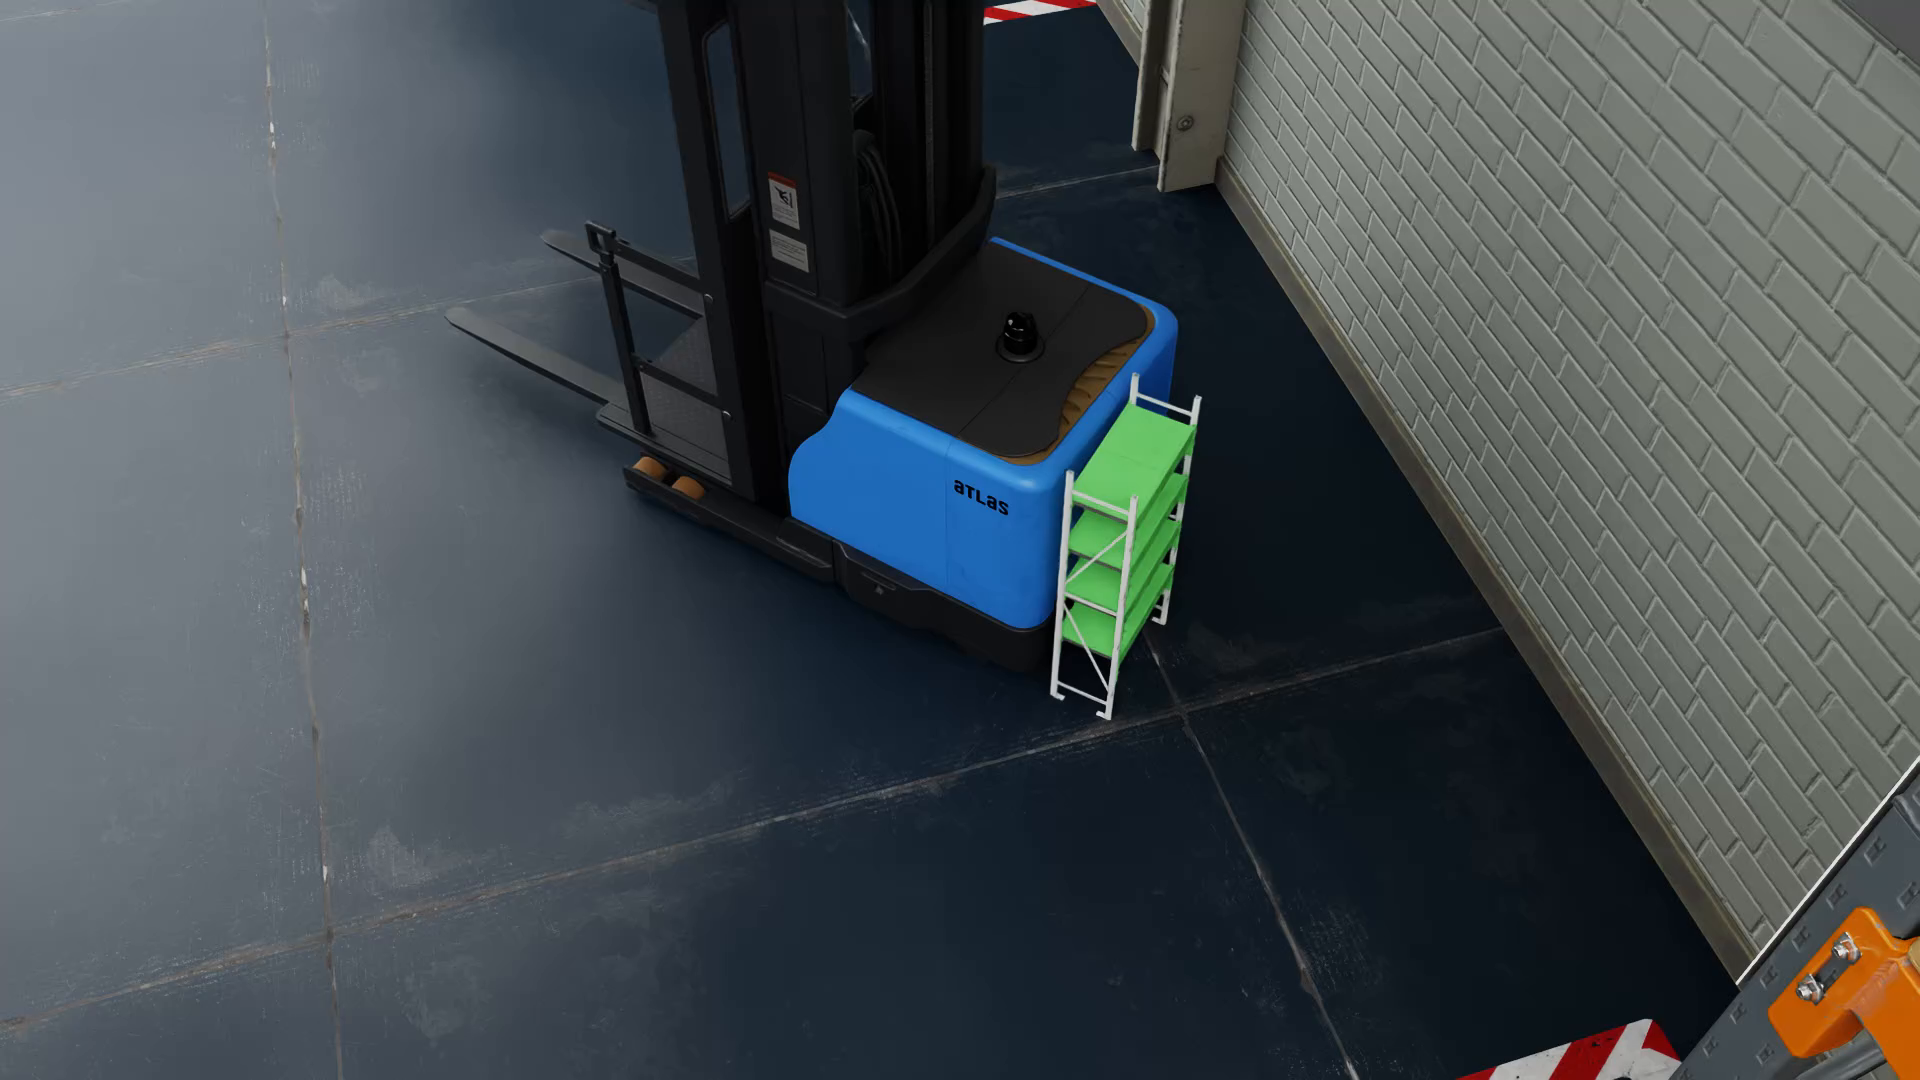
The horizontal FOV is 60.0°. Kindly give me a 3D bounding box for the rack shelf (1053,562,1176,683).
[{"bbox_3d":[0.554,0.248,5.944,0.258,0.148,0.480,22,53,18],"label":"rack shelf"}]

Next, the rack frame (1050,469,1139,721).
[{"bbox_3d":[0.438,0.216,5.573,0.240,1.200,0.015,22,53,18],"label":"rack frame"}]

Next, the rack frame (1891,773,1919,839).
[{"bbox_3d":[1.789,-0.670,1.219,1.000,3.000,0.127,-13,51,-11],"label":"rack frame"}]

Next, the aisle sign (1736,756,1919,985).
[{"bbox_3d":[1.481,0.441,2.506,0.394,0.787,0.004,-13,51,-11],"label":"aisle sign"}]

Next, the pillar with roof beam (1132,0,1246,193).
[{"bbox_3d":[-3.065,-3.763,3.826,9.100,9.000,0.400,-13,51,-11],"label":"pillar with roof beam"}]

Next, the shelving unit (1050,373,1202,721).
[{"bbox_3d":[0.554,0.052,5.711,0.258,1.200,0.503,22,53,18],"label":"shelving unit"}]

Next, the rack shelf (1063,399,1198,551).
[{"bbox_3d":[0.554,-0.216,5.393,0.258,0.148,0.480,22,53,18],"label":"rack shelf"}]

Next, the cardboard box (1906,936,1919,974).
[{"bbox_3d":[1.649,0.559,2.066,0.500,0.500,0.500,-12,51,-10],"label":"cardboard box"}]

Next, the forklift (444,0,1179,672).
[{"bbox_3d":[-0.736,-1.349,5.760,3.031,2.935,1.130,26,55,20],"label":"forklift"}]

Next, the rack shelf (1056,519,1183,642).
[{"bbox_3d":[0.554,0.093,5.760,0.258,0.148,0.480,22,53,18],"label":"rack shelf"}]

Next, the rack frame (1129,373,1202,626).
[{"bbox_3d":[0.670,-0.112,5.850,0.240,1.200,0.015,22,53,18],"label":"rack frame"}]

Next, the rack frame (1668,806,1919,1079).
[{"bbox_3d":[1.789,1.264,3.512,1.000,3.000,0.127,-13,51,-11],"label":"rack frame"}]

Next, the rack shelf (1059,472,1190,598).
[{"bbox_3d":[0.554,-0.062,5.576,0.258,0.148,0.480,22,53,18],"label":"rack shelf"}]

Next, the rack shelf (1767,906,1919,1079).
[{"bbox_3d":[2.380,1.989,1.409,1.077,0.370,4.000,-13,51,-11],"label":"rack shelf"}]
